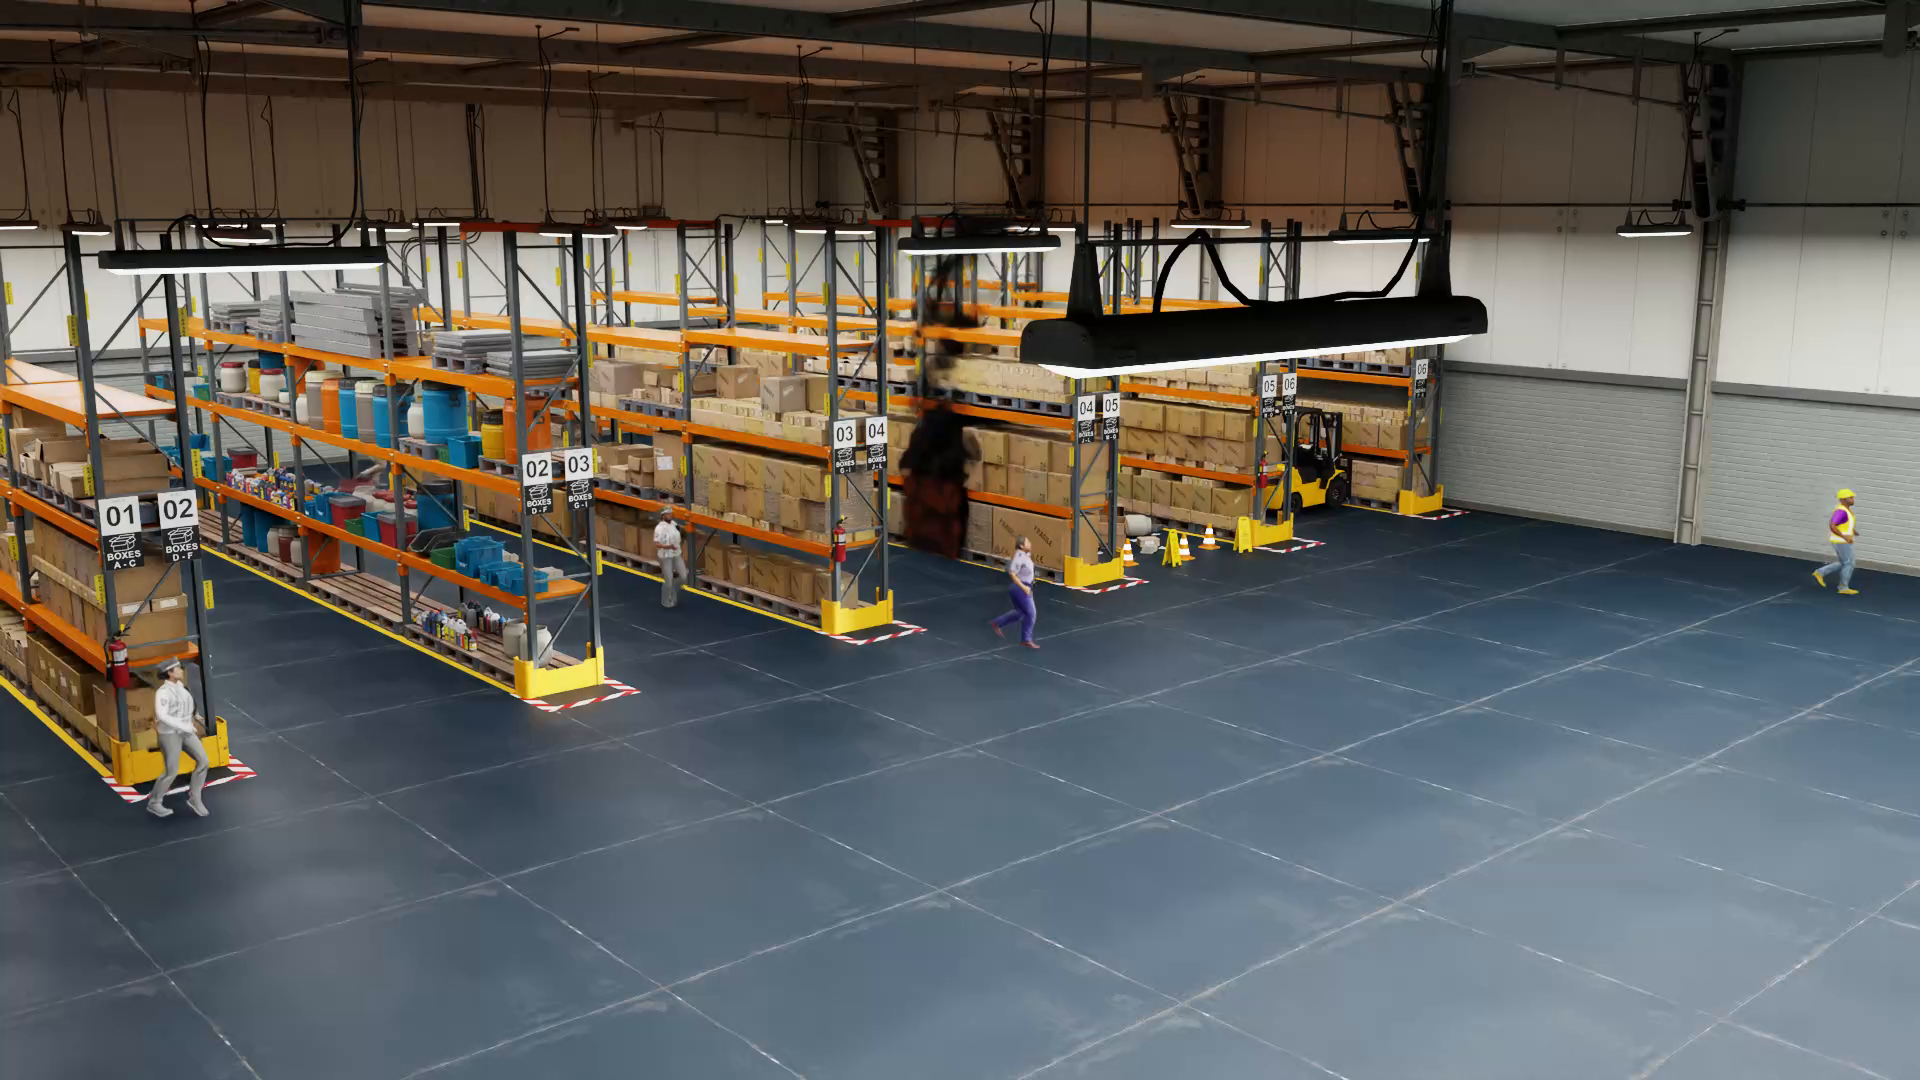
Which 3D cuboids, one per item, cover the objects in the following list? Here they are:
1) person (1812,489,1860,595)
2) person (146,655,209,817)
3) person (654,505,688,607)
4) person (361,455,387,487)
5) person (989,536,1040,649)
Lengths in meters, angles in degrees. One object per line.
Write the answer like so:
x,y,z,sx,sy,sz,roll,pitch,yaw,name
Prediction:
14.494,0.019,27.388,0.715,1.741,0.730,7,13,30,person
-8.220,2.061,17.497,0.611,1.708,0.661,1,11,3,person
-4.545,0.261,26.325,0.563,1.663,0.572,-11,16,-43,person
-13.341,-2.034,37.724,0.566,1.688,0.659,-7,13,-31,person
0.788,0.746,23.990,0.746,1.653,0.605,0,11,2,person
